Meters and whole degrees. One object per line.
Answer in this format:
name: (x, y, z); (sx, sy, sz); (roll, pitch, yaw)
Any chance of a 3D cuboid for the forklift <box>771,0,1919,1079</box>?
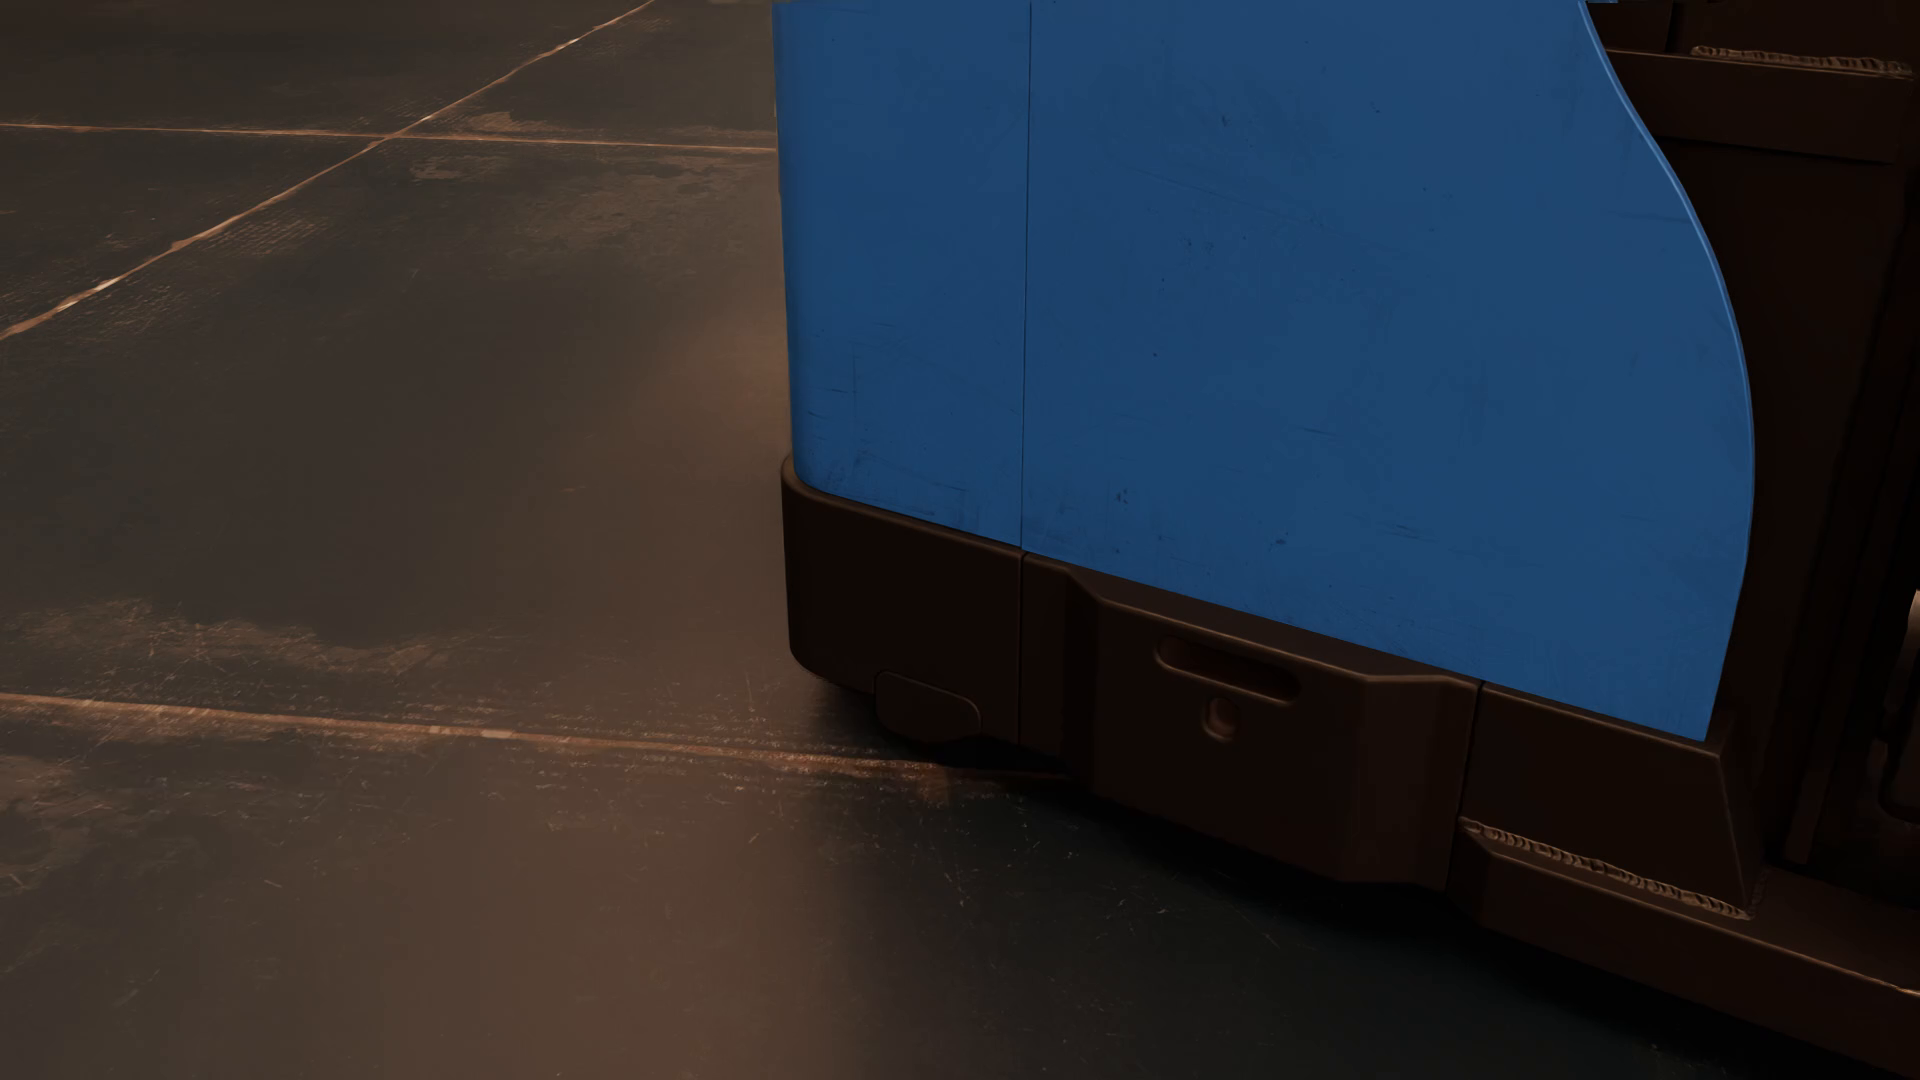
forklift: (1.304, -0.939, 1.098); (3.031, 2.935, 1.130); (16, 31, 29)
